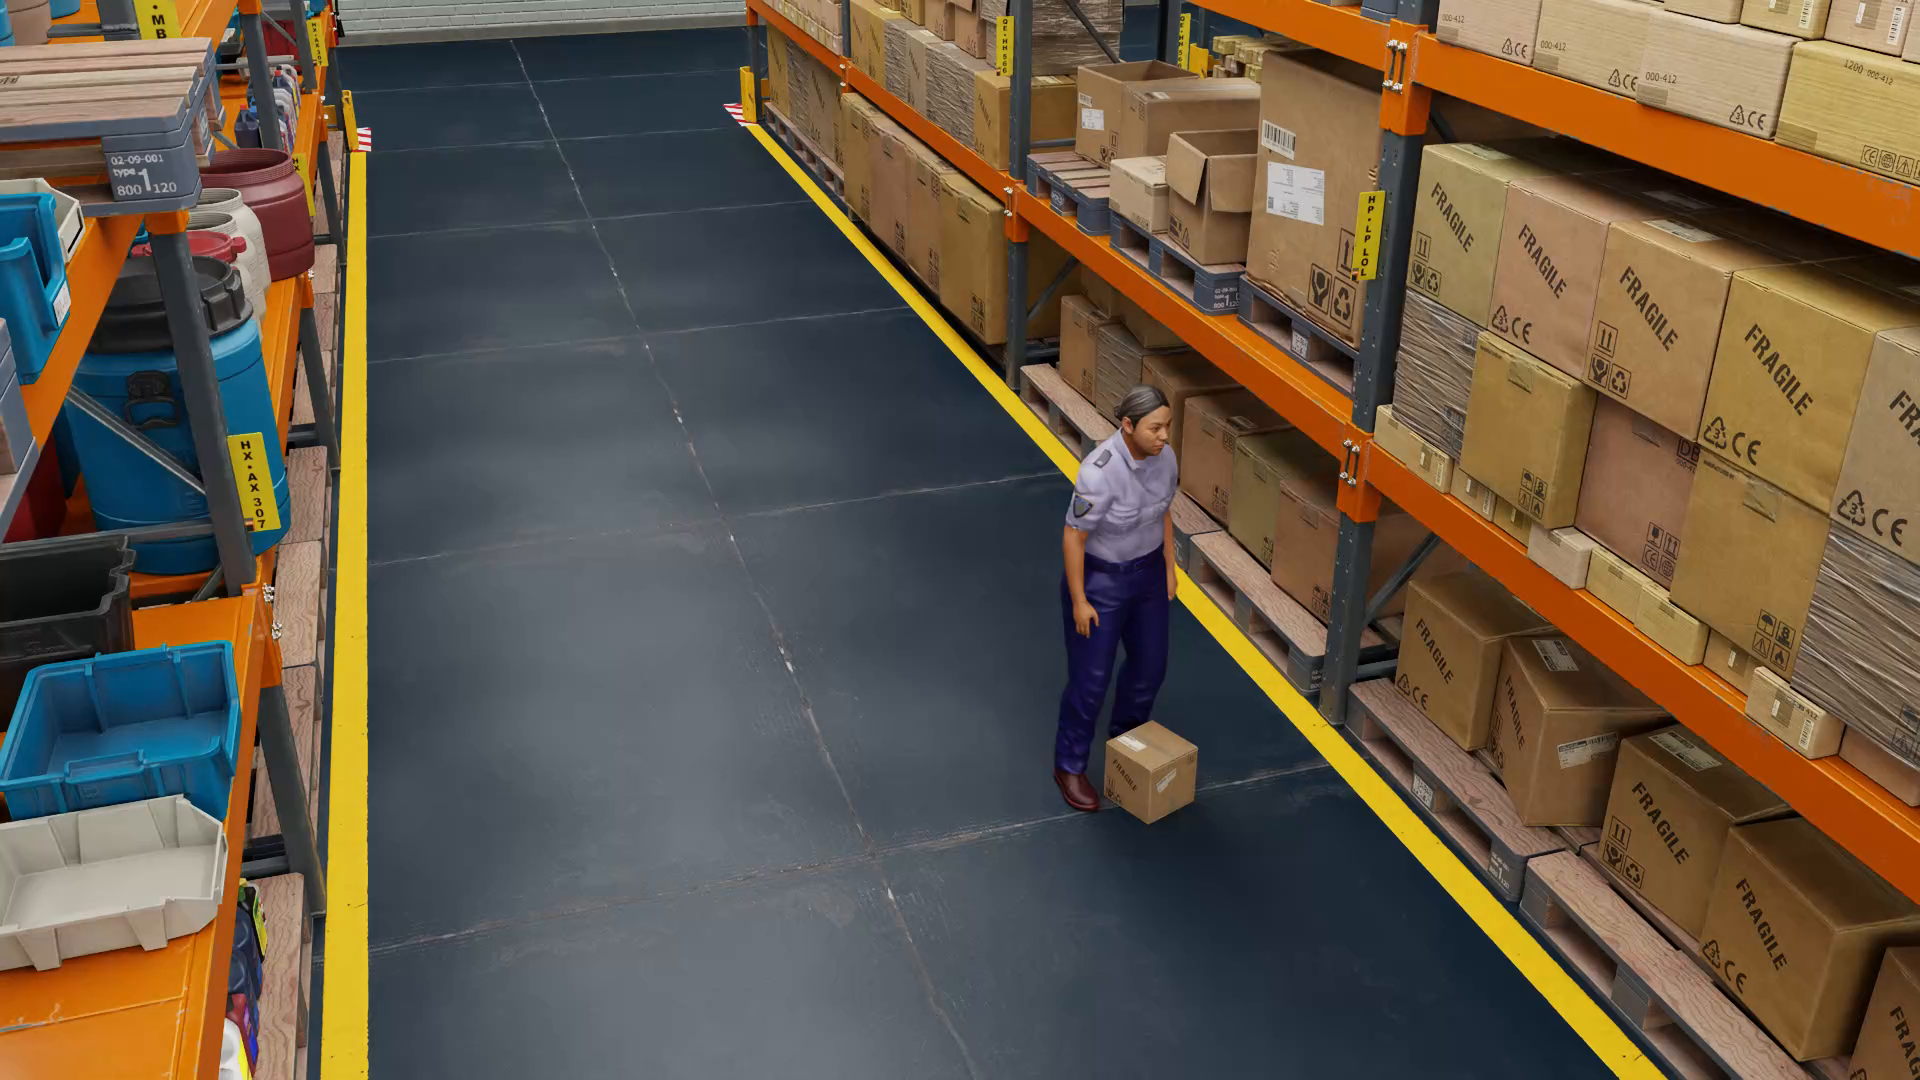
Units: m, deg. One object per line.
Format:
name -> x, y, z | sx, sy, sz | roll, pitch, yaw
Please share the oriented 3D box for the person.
person -> 0.593, 0.180, 6.262 | 0.566, 1.652, 0.368 | -19, 32, -33
